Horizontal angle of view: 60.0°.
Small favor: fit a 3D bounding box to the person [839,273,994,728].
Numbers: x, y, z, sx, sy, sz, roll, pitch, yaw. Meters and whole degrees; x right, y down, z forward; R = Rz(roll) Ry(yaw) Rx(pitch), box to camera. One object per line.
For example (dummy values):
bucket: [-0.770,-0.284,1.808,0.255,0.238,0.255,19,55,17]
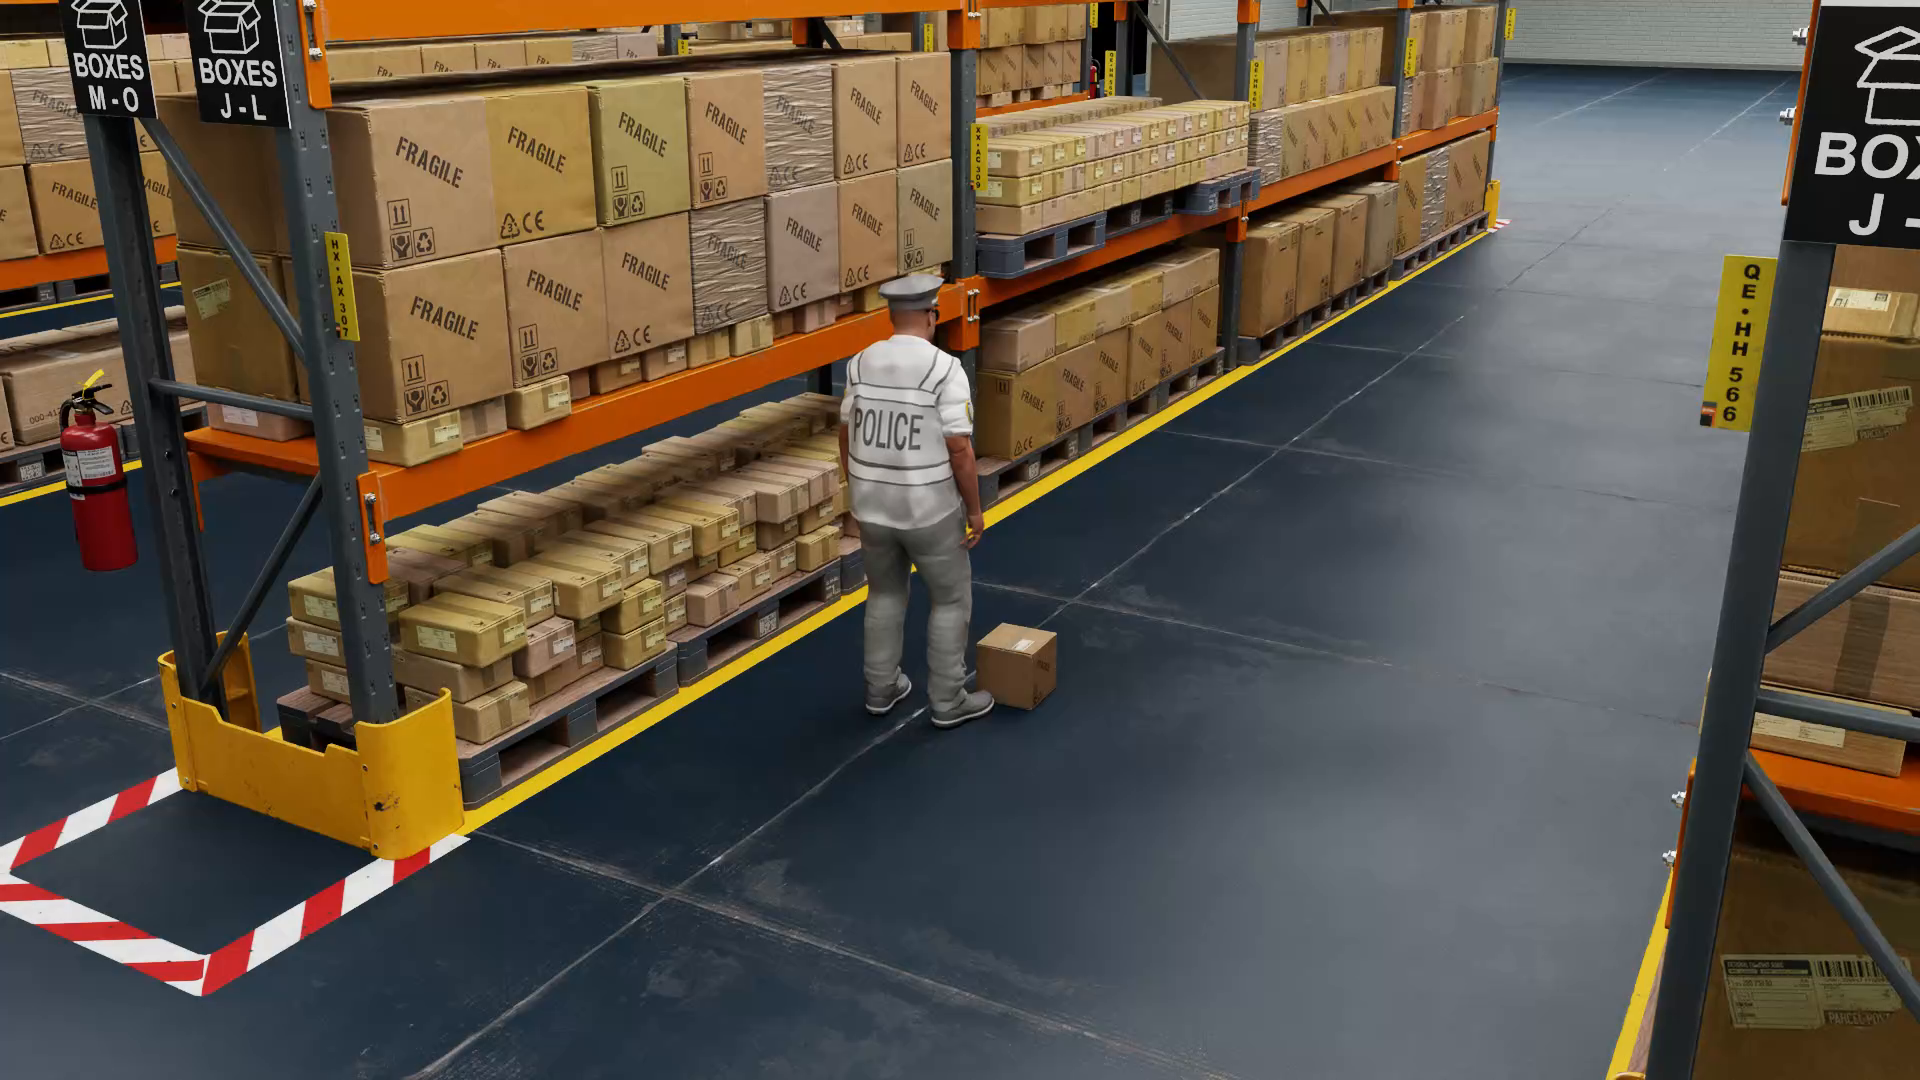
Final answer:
person: [-0.192,-0.131,6.432,0.584,1.747,0.439,9,21,25]
